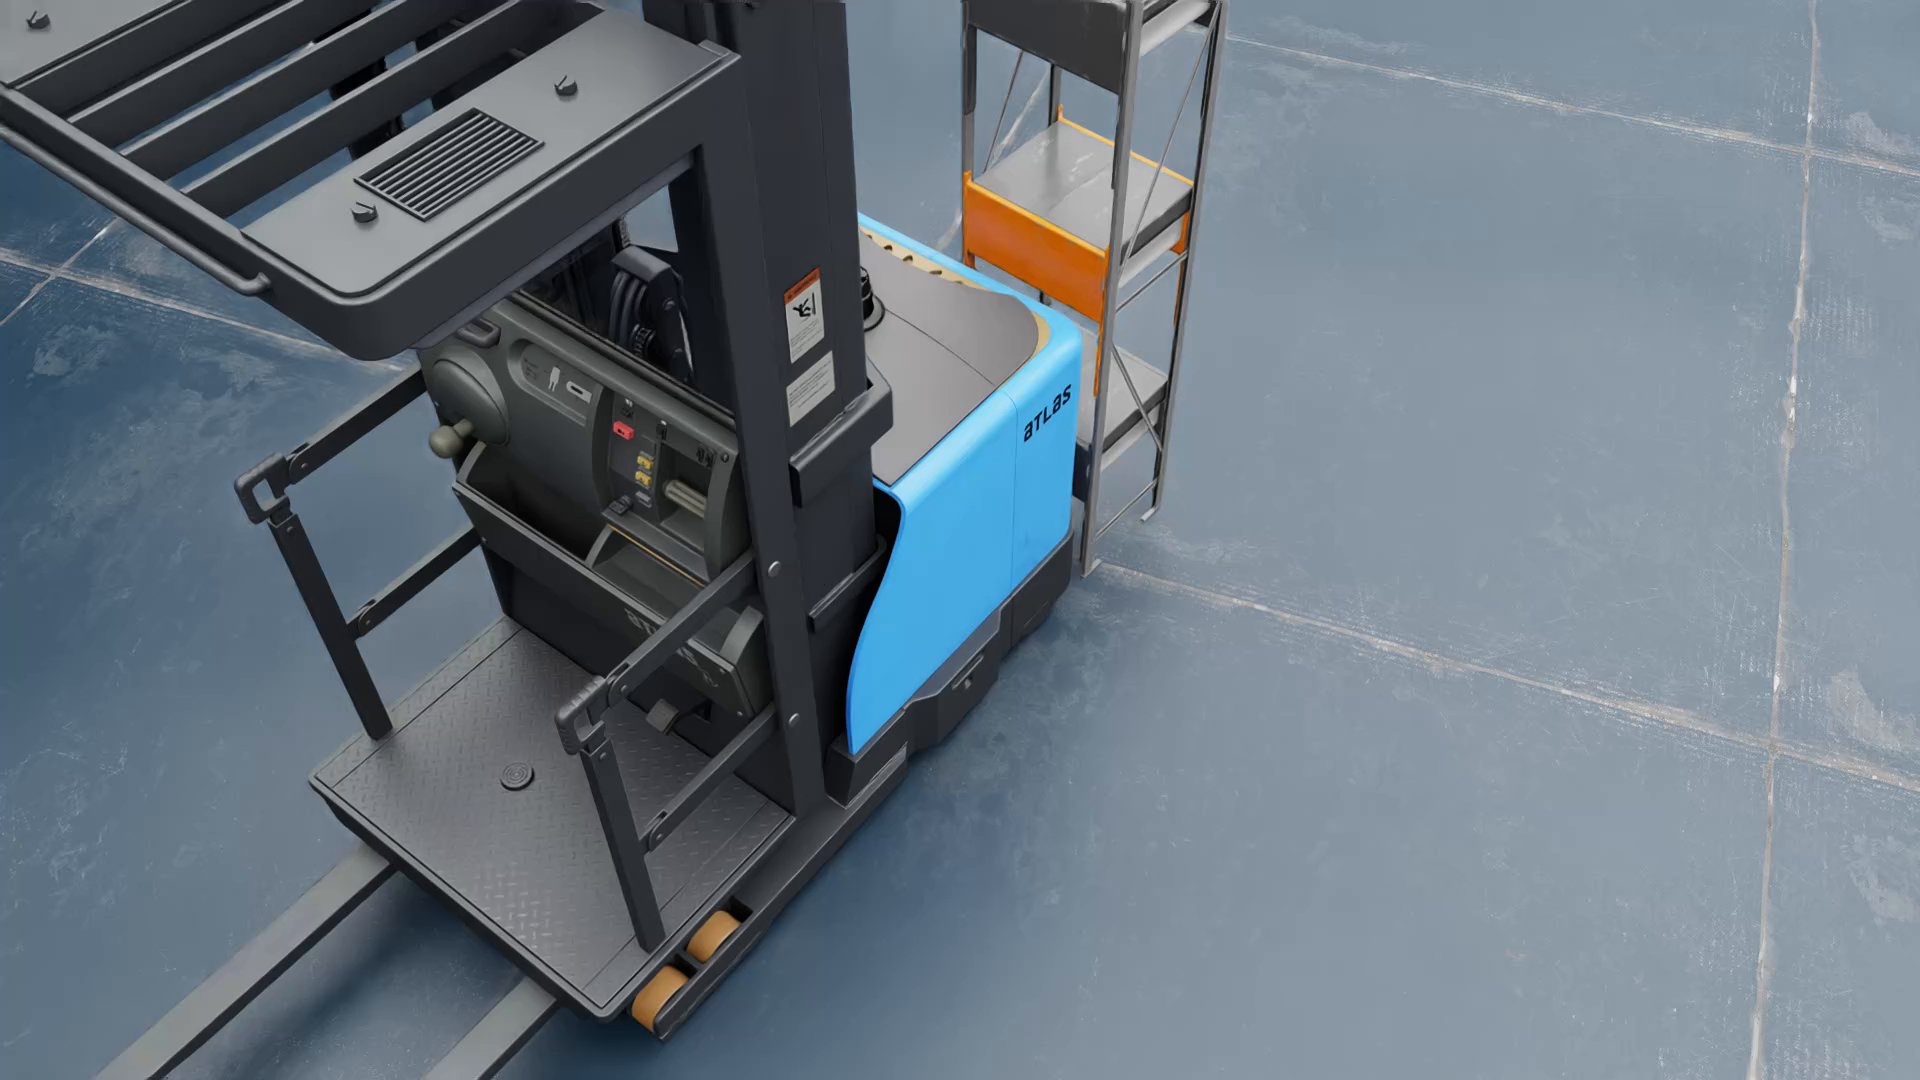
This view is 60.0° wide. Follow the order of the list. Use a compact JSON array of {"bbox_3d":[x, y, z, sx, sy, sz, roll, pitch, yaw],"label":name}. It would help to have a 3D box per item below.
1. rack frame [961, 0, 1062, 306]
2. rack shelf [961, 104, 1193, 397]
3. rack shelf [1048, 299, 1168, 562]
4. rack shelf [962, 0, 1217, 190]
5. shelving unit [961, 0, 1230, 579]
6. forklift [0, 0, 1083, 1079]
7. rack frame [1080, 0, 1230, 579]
[{"bbox_3d":[0.139,-0.924,4.662,0.015,2.100,0.400,33,57,25],"label":"rack frame"},{"bbox_3d":[0.324,-0.795,4.568,0.480,0.518,0.431,33,57,25],"label":"rack shelf"},{"bbox_3d":[0.324,-0.336,5.096,0.480,0.518,0.431,33,57,25],"label":"rack shelf"},{"bbox_3d":[0.325,-1.254,4.039,0.480,0.518,0.431,33,57,25],"label":"rack shelf"},{"bbox_3d":[0.324,-0.804,4.557,0.503,2.100,0.431,33,57,25],"label":"shelving unit"},{"bbox_3d":[-0.960,-0.156,3.446,1.130,2.935,3.031,30,56,24],"label":"forklift"},{"bbox_3d":[0.509,-0.684,4.453,0.015,2.100,0.400,33,57,25],"label":"rack frame"}]
